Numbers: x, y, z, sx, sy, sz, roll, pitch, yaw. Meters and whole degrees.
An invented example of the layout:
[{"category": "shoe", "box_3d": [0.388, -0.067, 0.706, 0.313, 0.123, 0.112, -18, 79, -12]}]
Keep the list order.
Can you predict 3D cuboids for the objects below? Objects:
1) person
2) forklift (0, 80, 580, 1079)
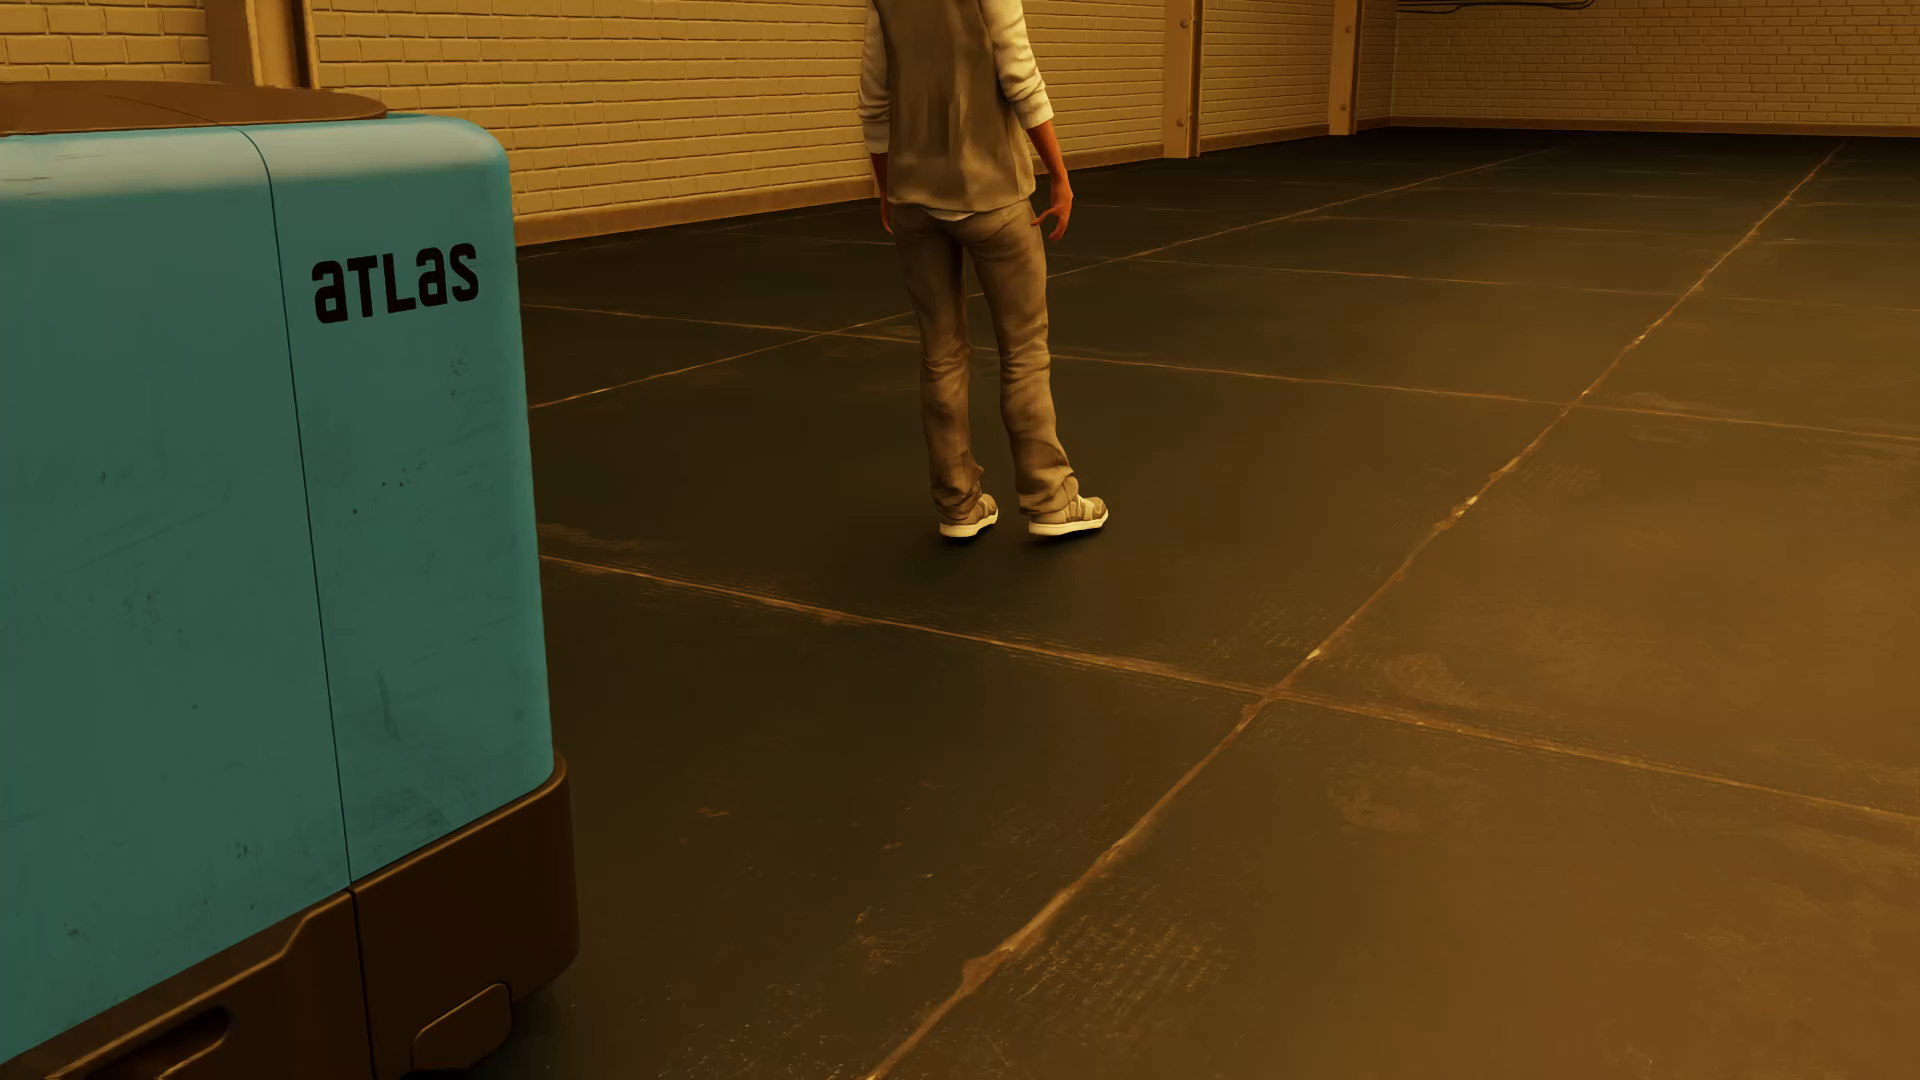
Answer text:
[{"category": "person", "box_3d": [0.049, -0.790, 3.869, 0.520, 1.599, 0.473, 9, 19, 28]}, {"category": "forklift", "box_3d": [-1.651, -0.543, 0.697, 1.130, 2.935, 3.031, 9, 19, 29]}]
